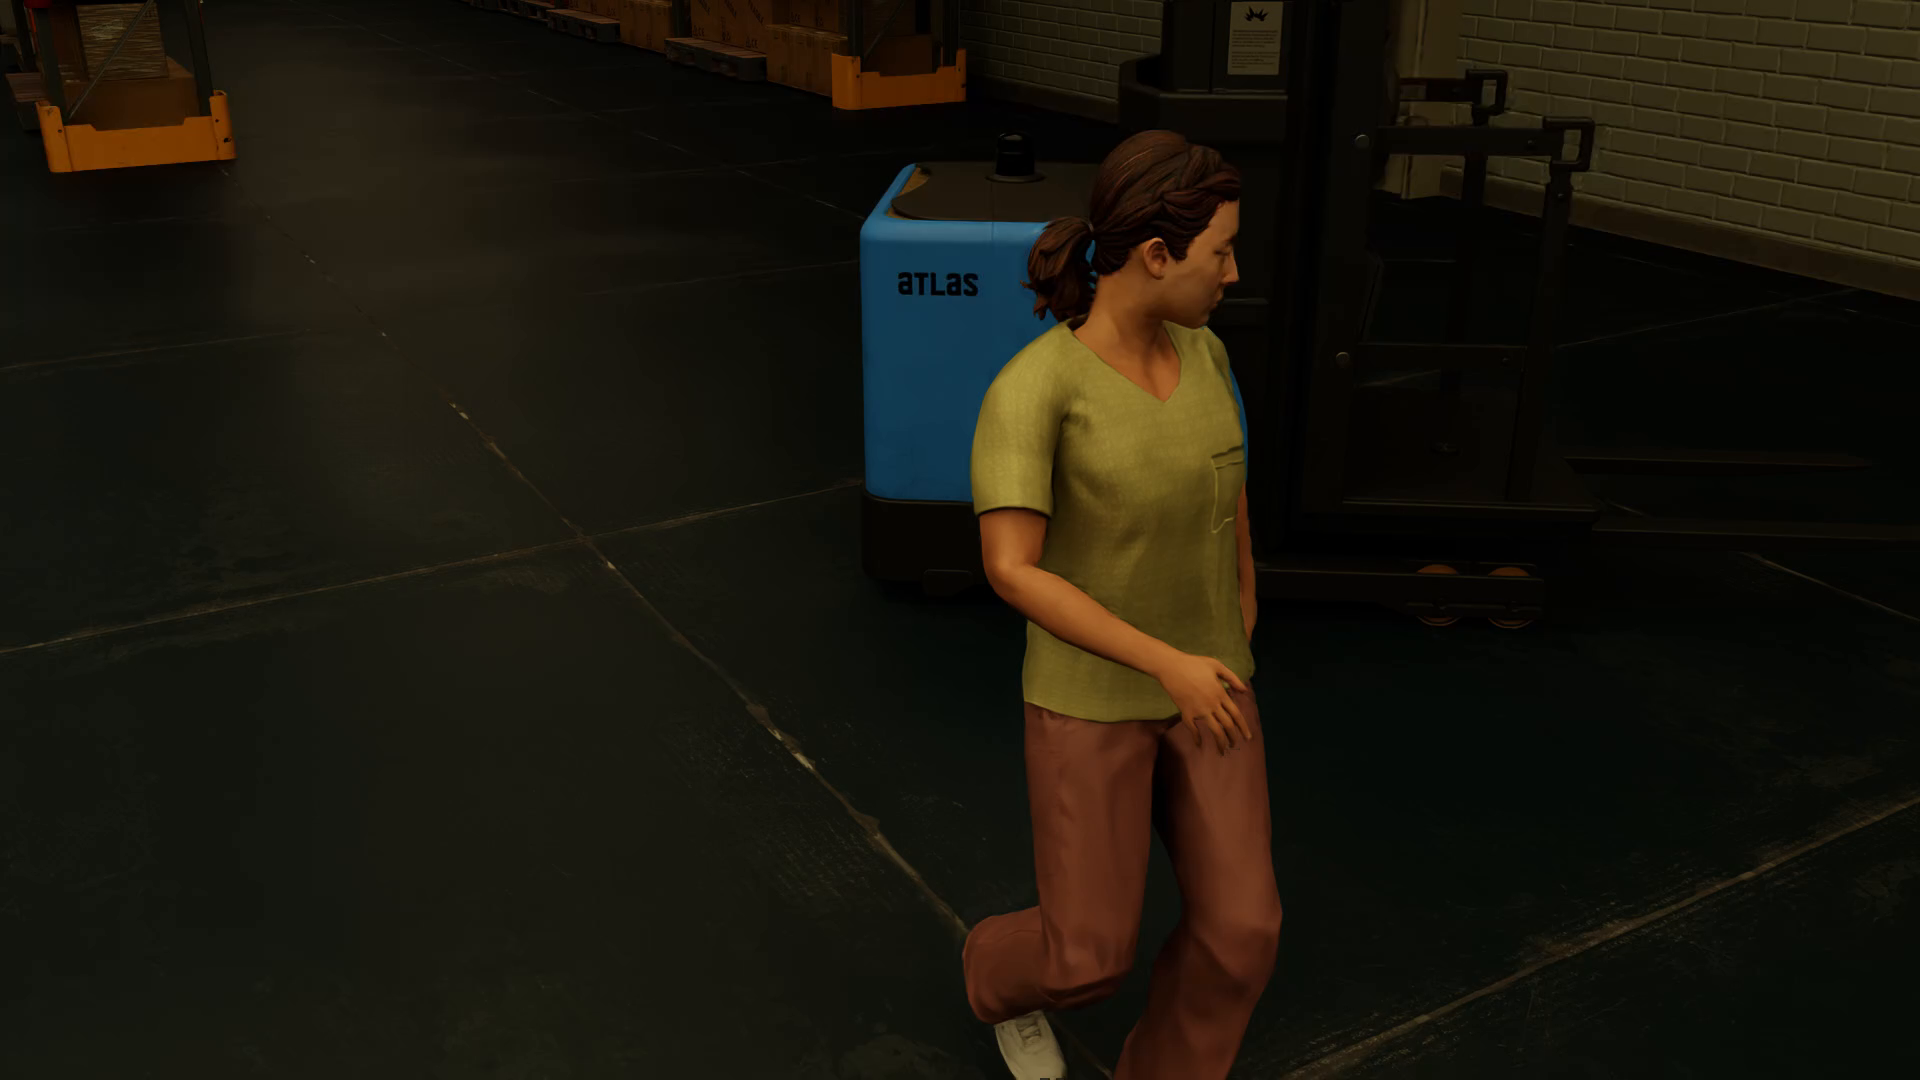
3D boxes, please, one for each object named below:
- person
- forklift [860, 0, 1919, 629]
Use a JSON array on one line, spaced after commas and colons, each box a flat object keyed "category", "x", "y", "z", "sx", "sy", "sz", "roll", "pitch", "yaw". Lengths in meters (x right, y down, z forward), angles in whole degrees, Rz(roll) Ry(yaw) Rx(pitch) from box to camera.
[{"category": "person", "x": 0.291, "y": 0.219, "z": 2.480, "sx": 0.607, "sy": 1.621, "sz": 0.610, "roll": -9, "pitch": 24, "yaw": -20}, {"category": "forklift", "x": 1.268, "y": -1.324, "z": 4.500, "sx": 3.031, "sy": 2.935, "sz": 1.130, "roll": 2, "pitch": 22, "yaw": 5}]
